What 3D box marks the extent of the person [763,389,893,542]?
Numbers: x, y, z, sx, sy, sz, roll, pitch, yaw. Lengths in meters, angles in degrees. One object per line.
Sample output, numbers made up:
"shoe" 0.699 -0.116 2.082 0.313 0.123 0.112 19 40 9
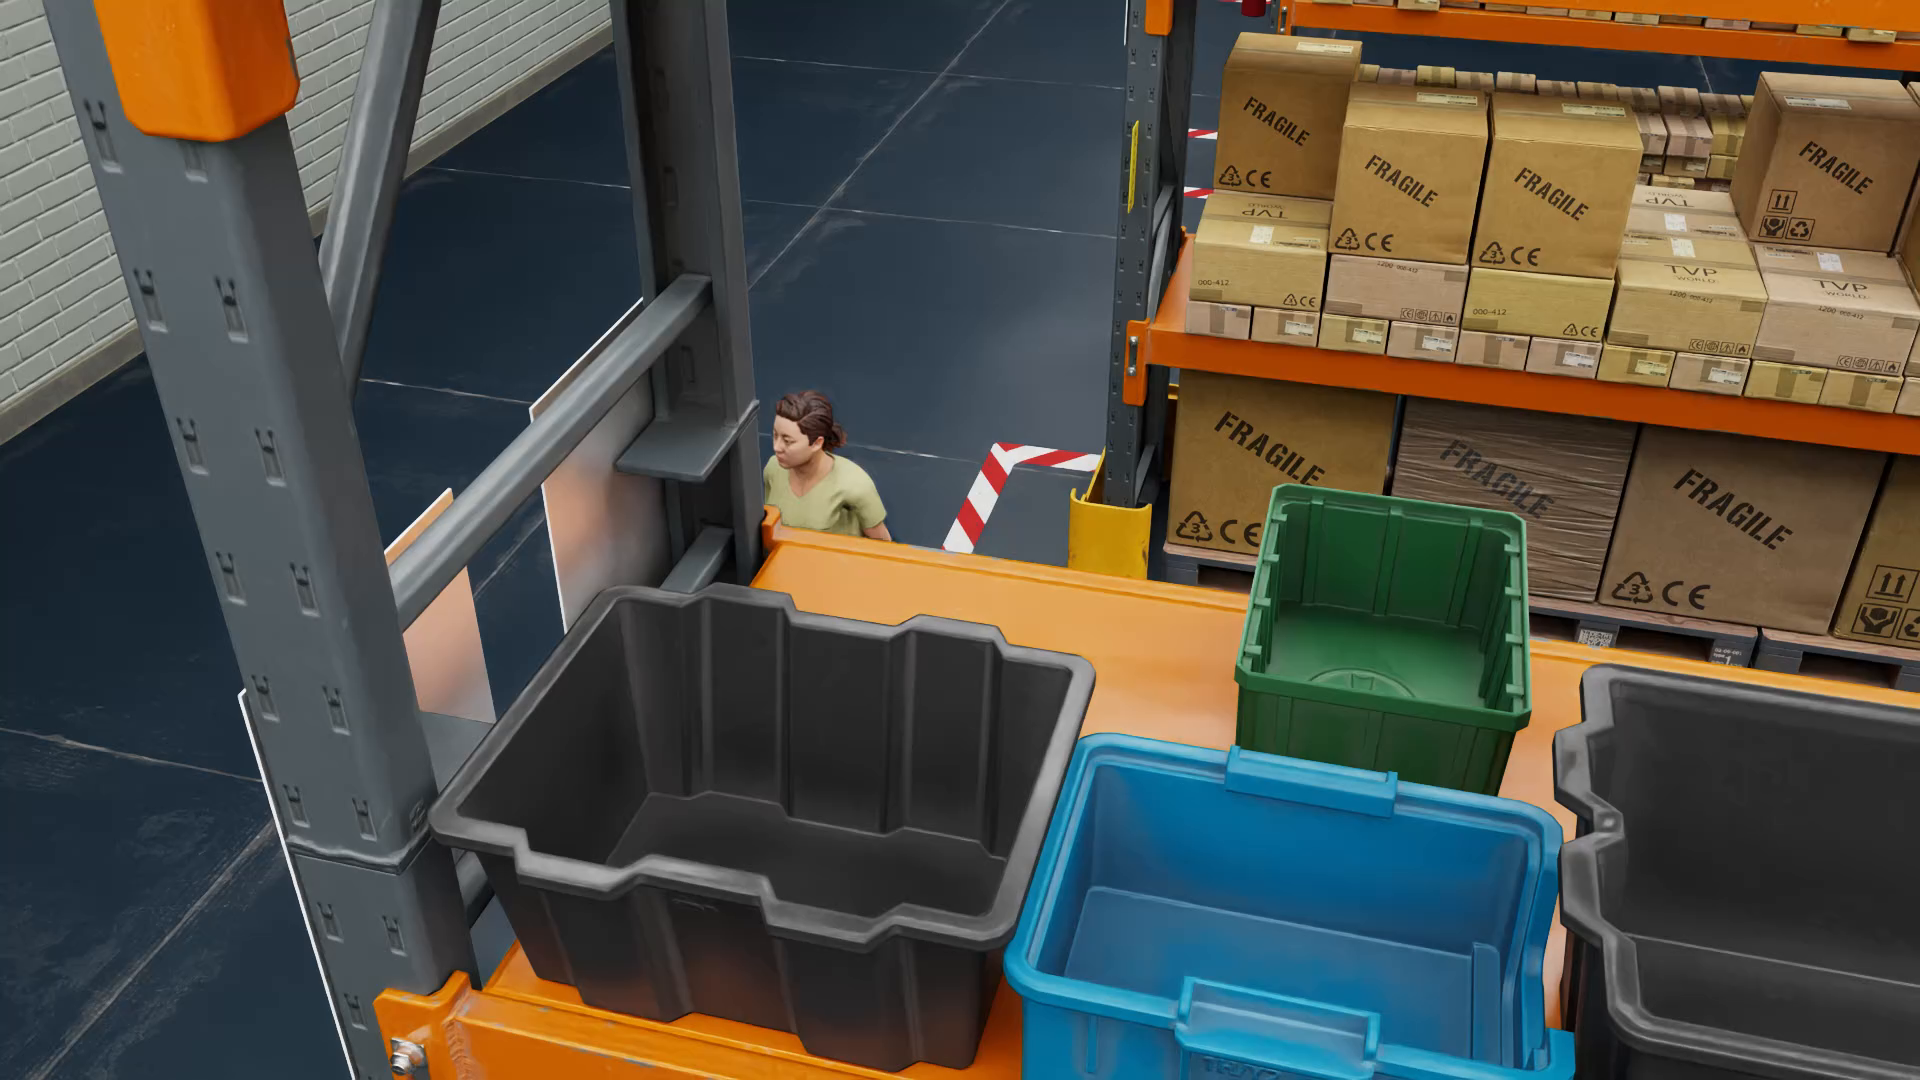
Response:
"person" -0.495 0.207 5.818 0.469 1.642 0.832 24 40 32
